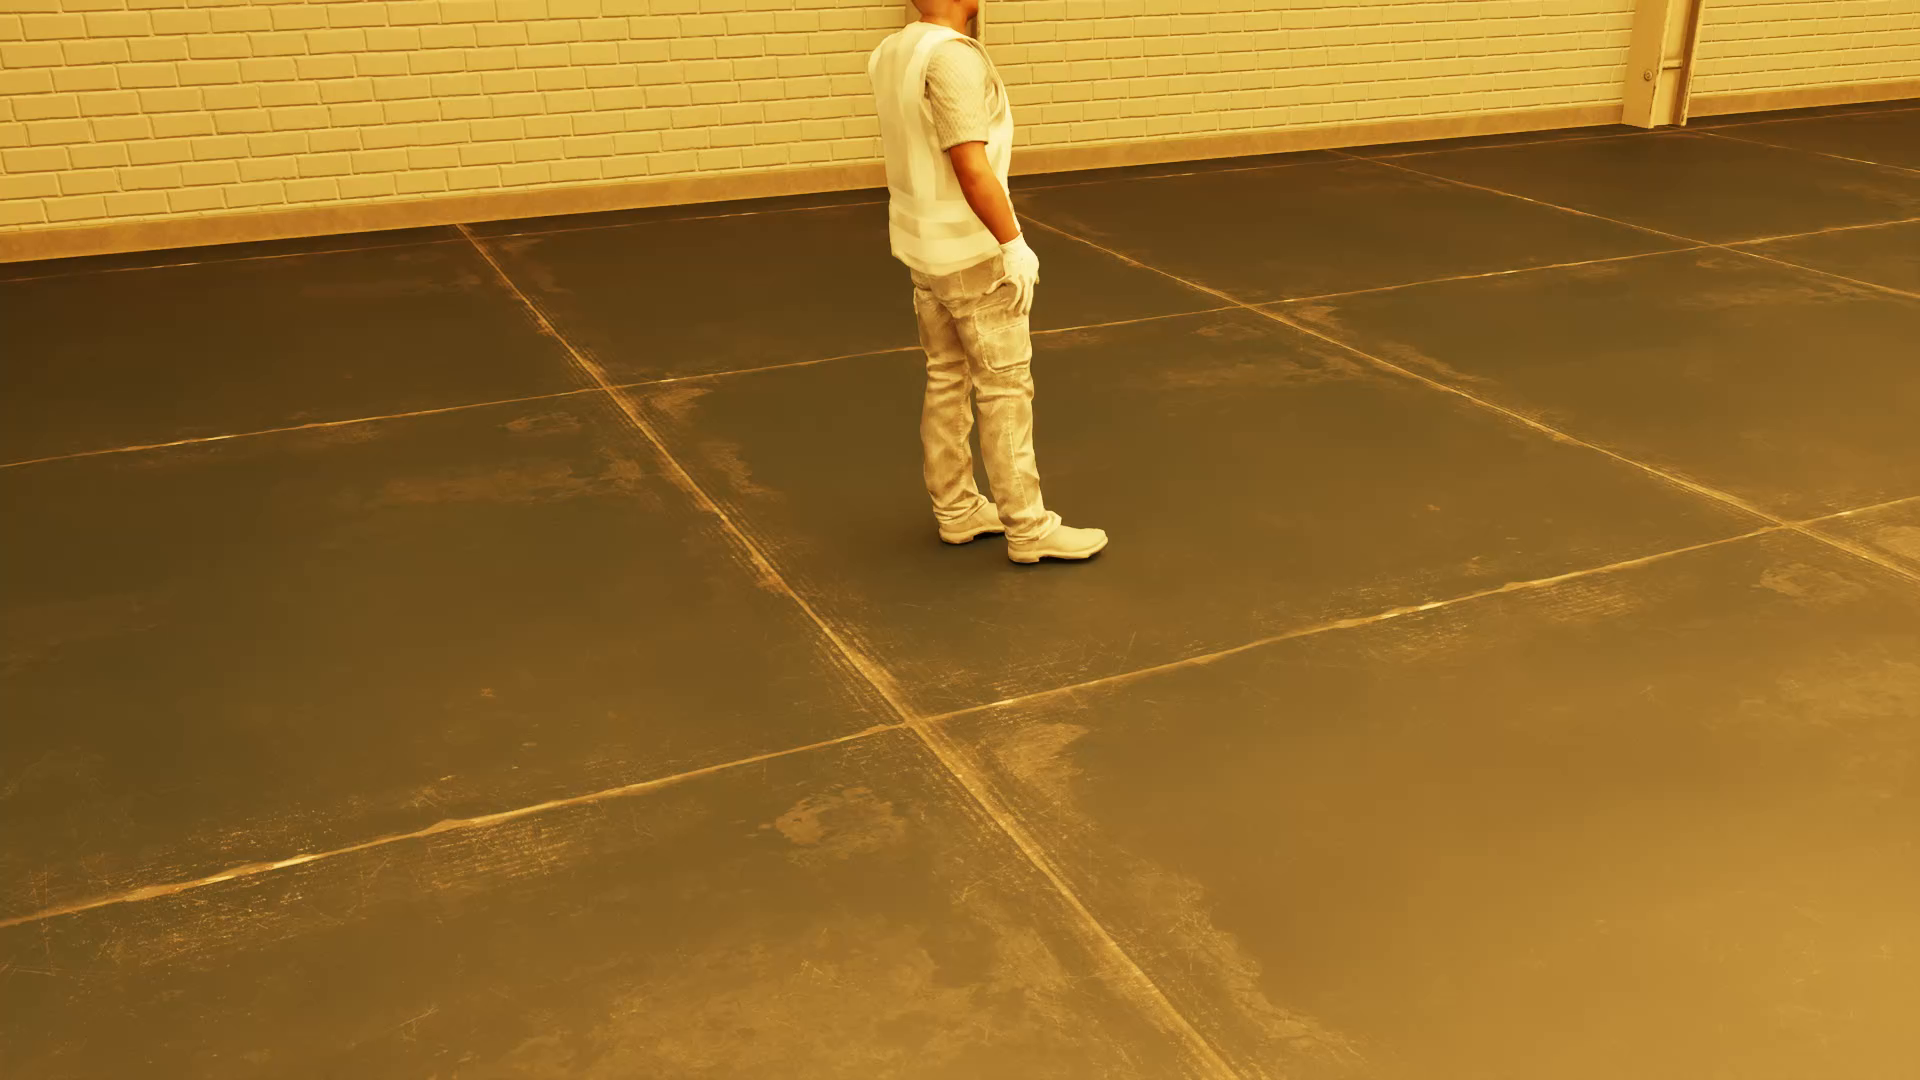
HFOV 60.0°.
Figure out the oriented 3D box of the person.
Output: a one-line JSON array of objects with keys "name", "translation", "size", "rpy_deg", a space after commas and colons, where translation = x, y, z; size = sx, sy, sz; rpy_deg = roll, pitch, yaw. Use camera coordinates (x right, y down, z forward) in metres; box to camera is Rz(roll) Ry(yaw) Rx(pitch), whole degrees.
[{"name": "person", "translation": [0.069, -0.839, 4.784], "size": [0.574, 1.784, 0.656], "rpy_deg": [-10, 25, -23]}]
